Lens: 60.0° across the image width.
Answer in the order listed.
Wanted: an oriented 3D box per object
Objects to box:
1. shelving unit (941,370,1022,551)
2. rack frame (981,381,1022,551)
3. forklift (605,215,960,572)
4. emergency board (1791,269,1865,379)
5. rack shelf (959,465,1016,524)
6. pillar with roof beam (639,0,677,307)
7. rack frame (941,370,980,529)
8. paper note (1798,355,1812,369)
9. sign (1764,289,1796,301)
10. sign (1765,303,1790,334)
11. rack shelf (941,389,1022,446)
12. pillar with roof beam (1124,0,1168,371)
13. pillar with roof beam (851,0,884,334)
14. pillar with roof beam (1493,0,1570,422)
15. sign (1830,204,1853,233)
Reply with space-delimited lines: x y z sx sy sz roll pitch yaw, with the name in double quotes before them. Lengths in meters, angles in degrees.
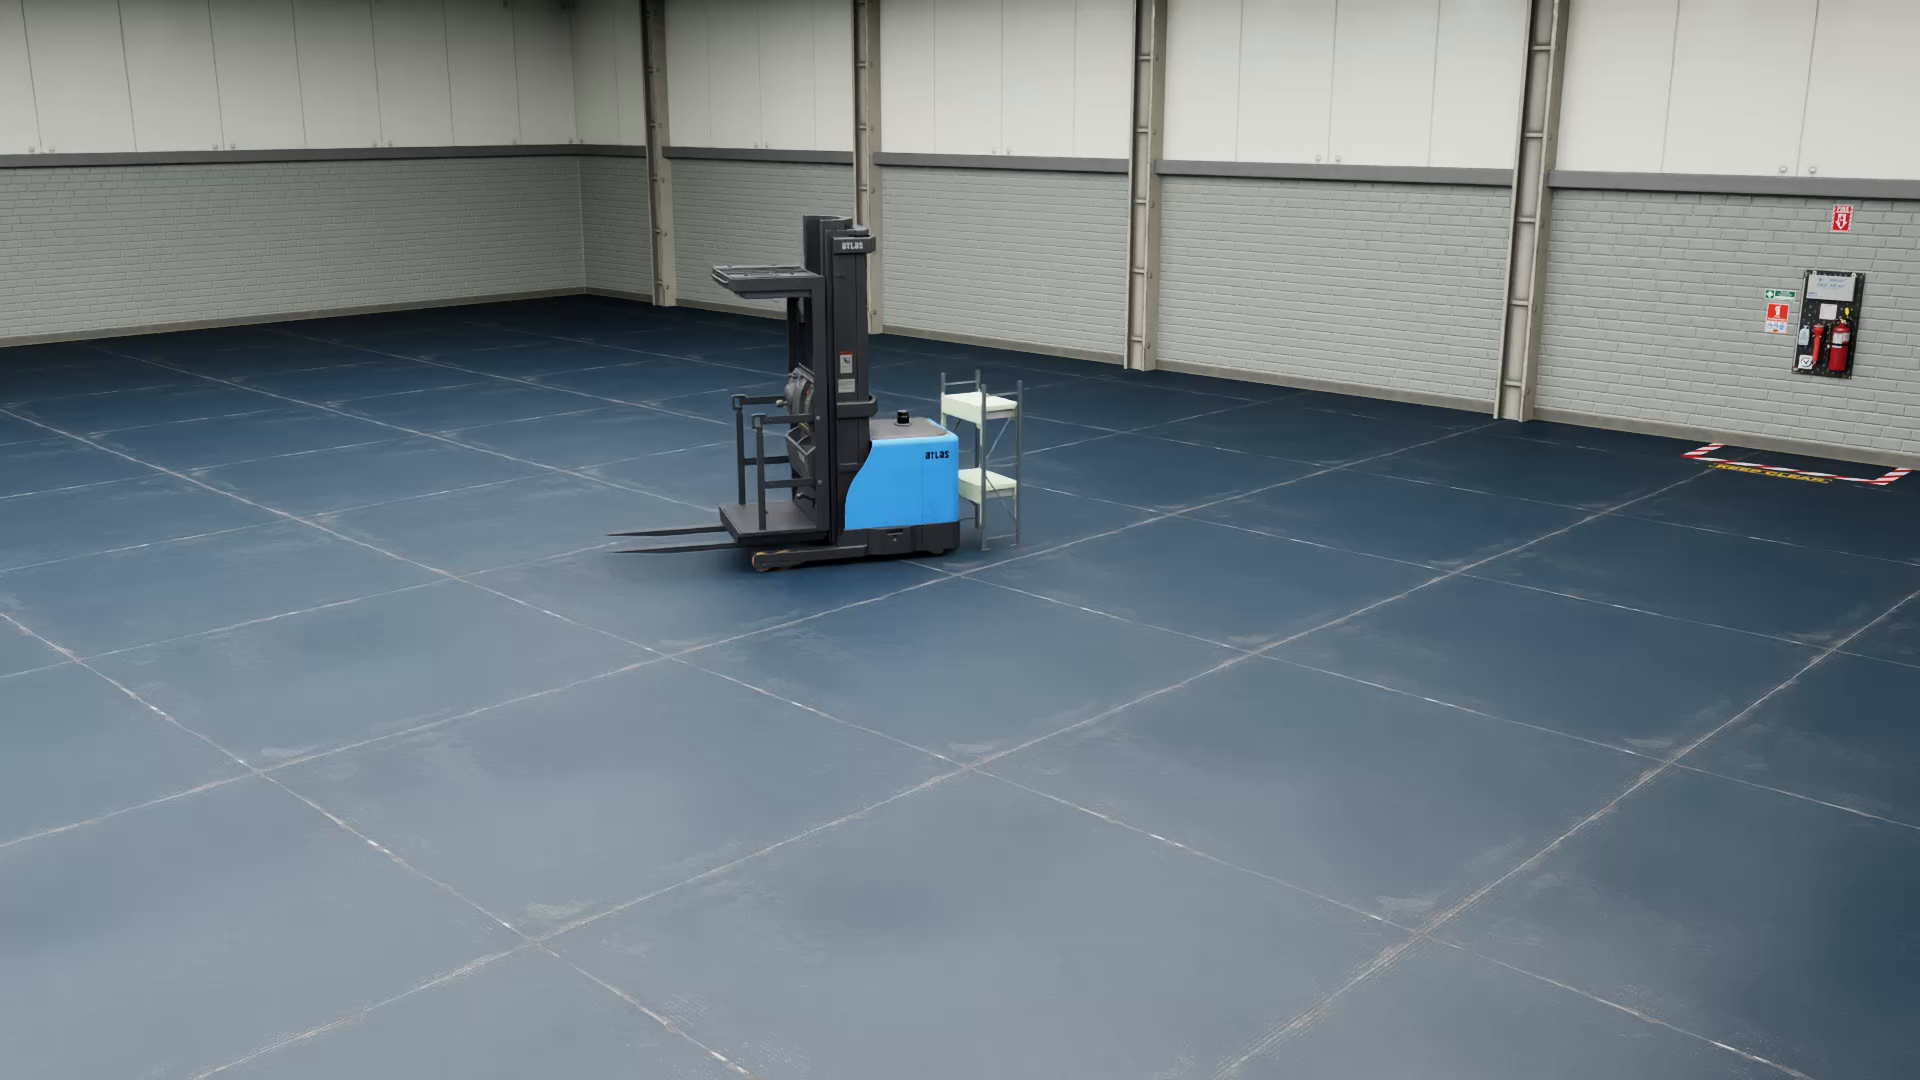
"shelving unit" 0.186 -0.736 15.098 0.431 1.500 0.755 -8 17 -29
"rack frame" 0.368 -0.656 14.791 0.400 1.500 0.023 -8 17 -29
"forklift" -1.574 -1.296 14.412 3.031 2.935 1.130 -4 15 -17
"emergency board" 9.619 -2.390 18.474 0.643 1.169 0.194 14 20 42
"rack shelf" 0.186 -0.420 15.181 0.431 0.370 0.720 -8 17 -29
"pillar with roof beam" -8.893 -8.273 29.153 0.400 9.000 9.100 14 20 42
"rack frame" 0.004 -0.816 15.406 0.400 1.500 0.023 -8 17 -29
"paper note" 9.540 -2.007 18.753 0.142 0.148 0.016 14 20 42
"sign" 9.290 -2.777 18.837 0.331 0.109 0.001 14 20 42
"sign" 9.293 -2.523 18.913 0.234 0.329 0.001 14 20 42
"rack shelf" 0.186 -1.113 15.000 0.431 0.370 0.720 -8 17 -29
"pillar with roof beam" -0.255 -6.173 21.093 0.400 9.000 9.100 14 20 42
"pillar with roof beam" -4.574 -7.223 25.123 0.400 9.000 9.100 14 20 42
"pillar with roof beam" 4.064 -5.123 17.063 0.400 9.000 9.100 14 20 42
"sign" 9.683 -3.532 18.257 0.199 0.298 0.001 14 20 42
